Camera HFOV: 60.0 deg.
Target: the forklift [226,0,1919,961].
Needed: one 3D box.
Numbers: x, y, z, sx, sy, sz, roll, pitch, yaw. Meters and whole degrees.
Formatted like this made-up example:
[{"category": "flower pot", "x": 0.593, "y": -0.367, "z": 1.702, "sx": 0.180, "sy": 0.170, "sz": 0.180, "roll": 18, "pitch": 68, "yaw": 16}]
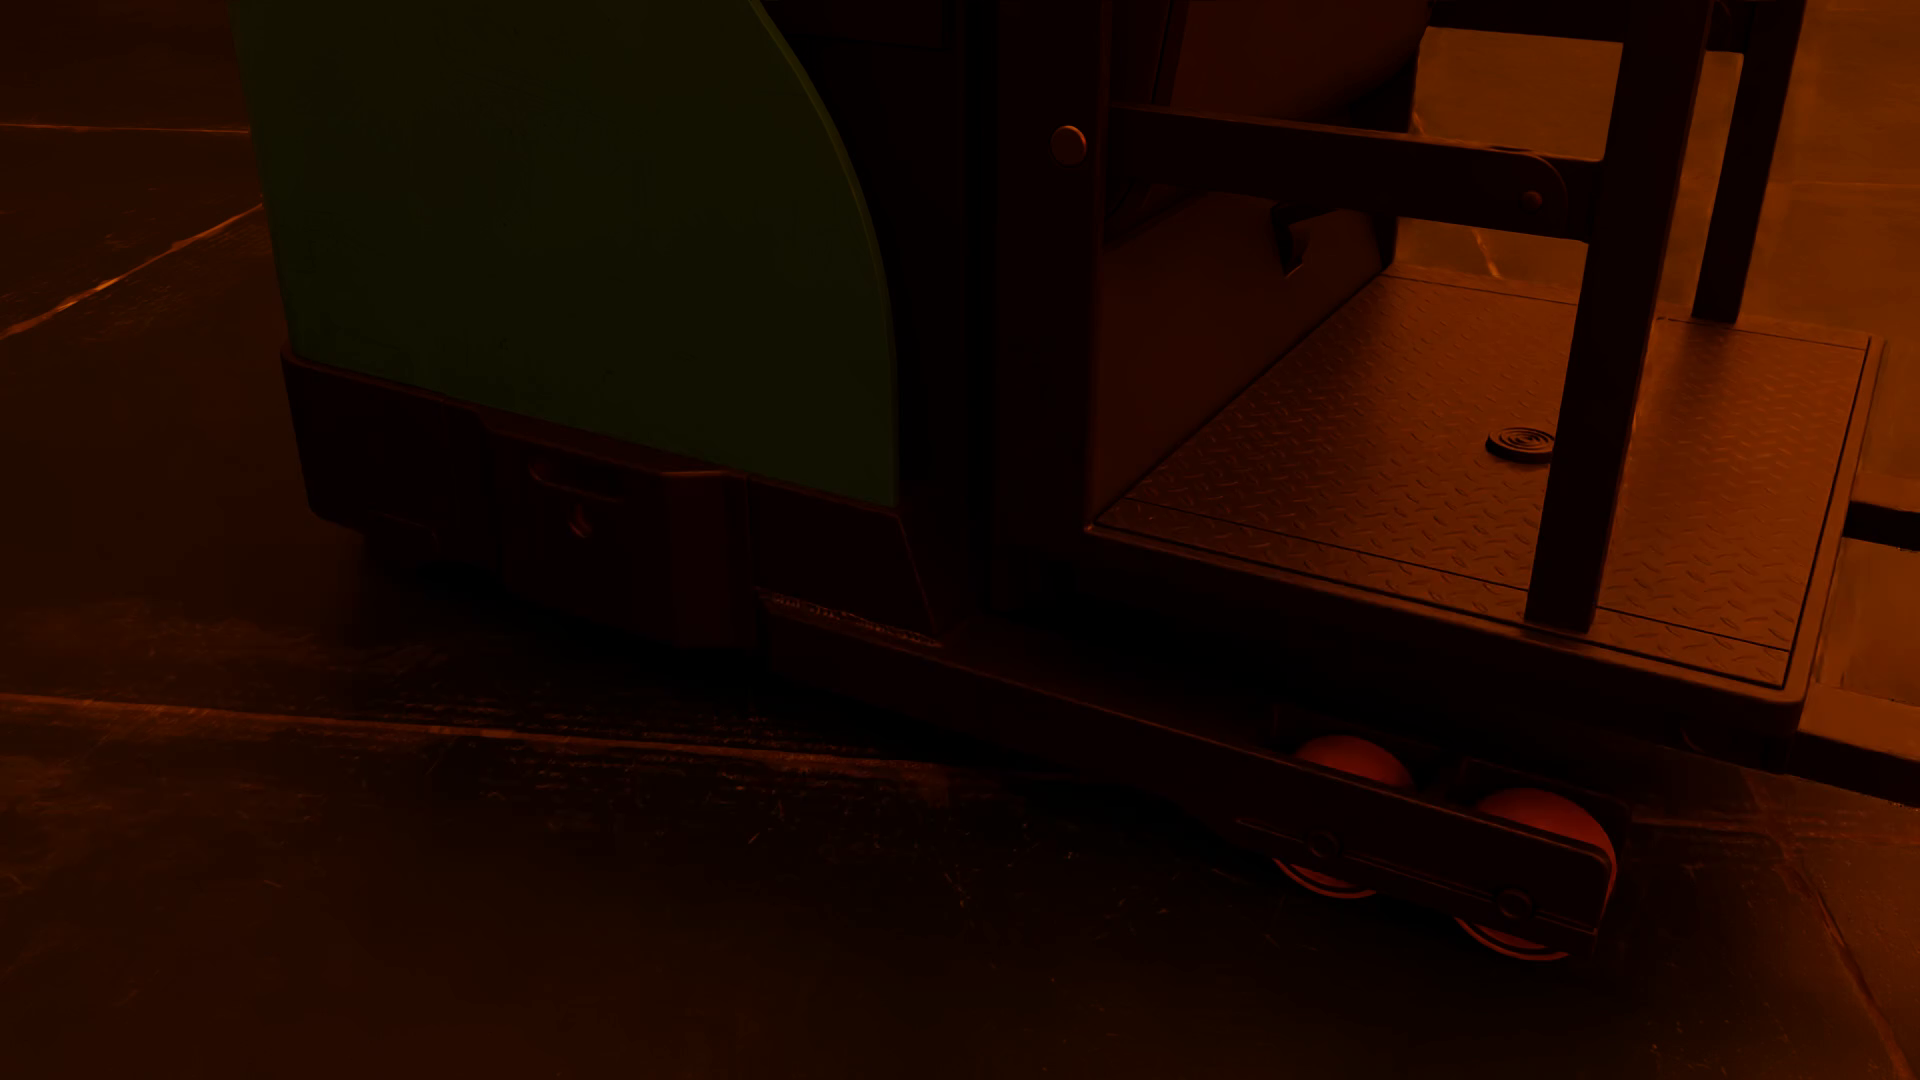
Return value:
[{"category": "forklift", "x": 0.572, "y": -1.165, "z": 1.551, "sx": 3.031, "sy": 2.935, "sz": 1.130, "roll": 14, "pitch": 30, "yaw": 26}]
